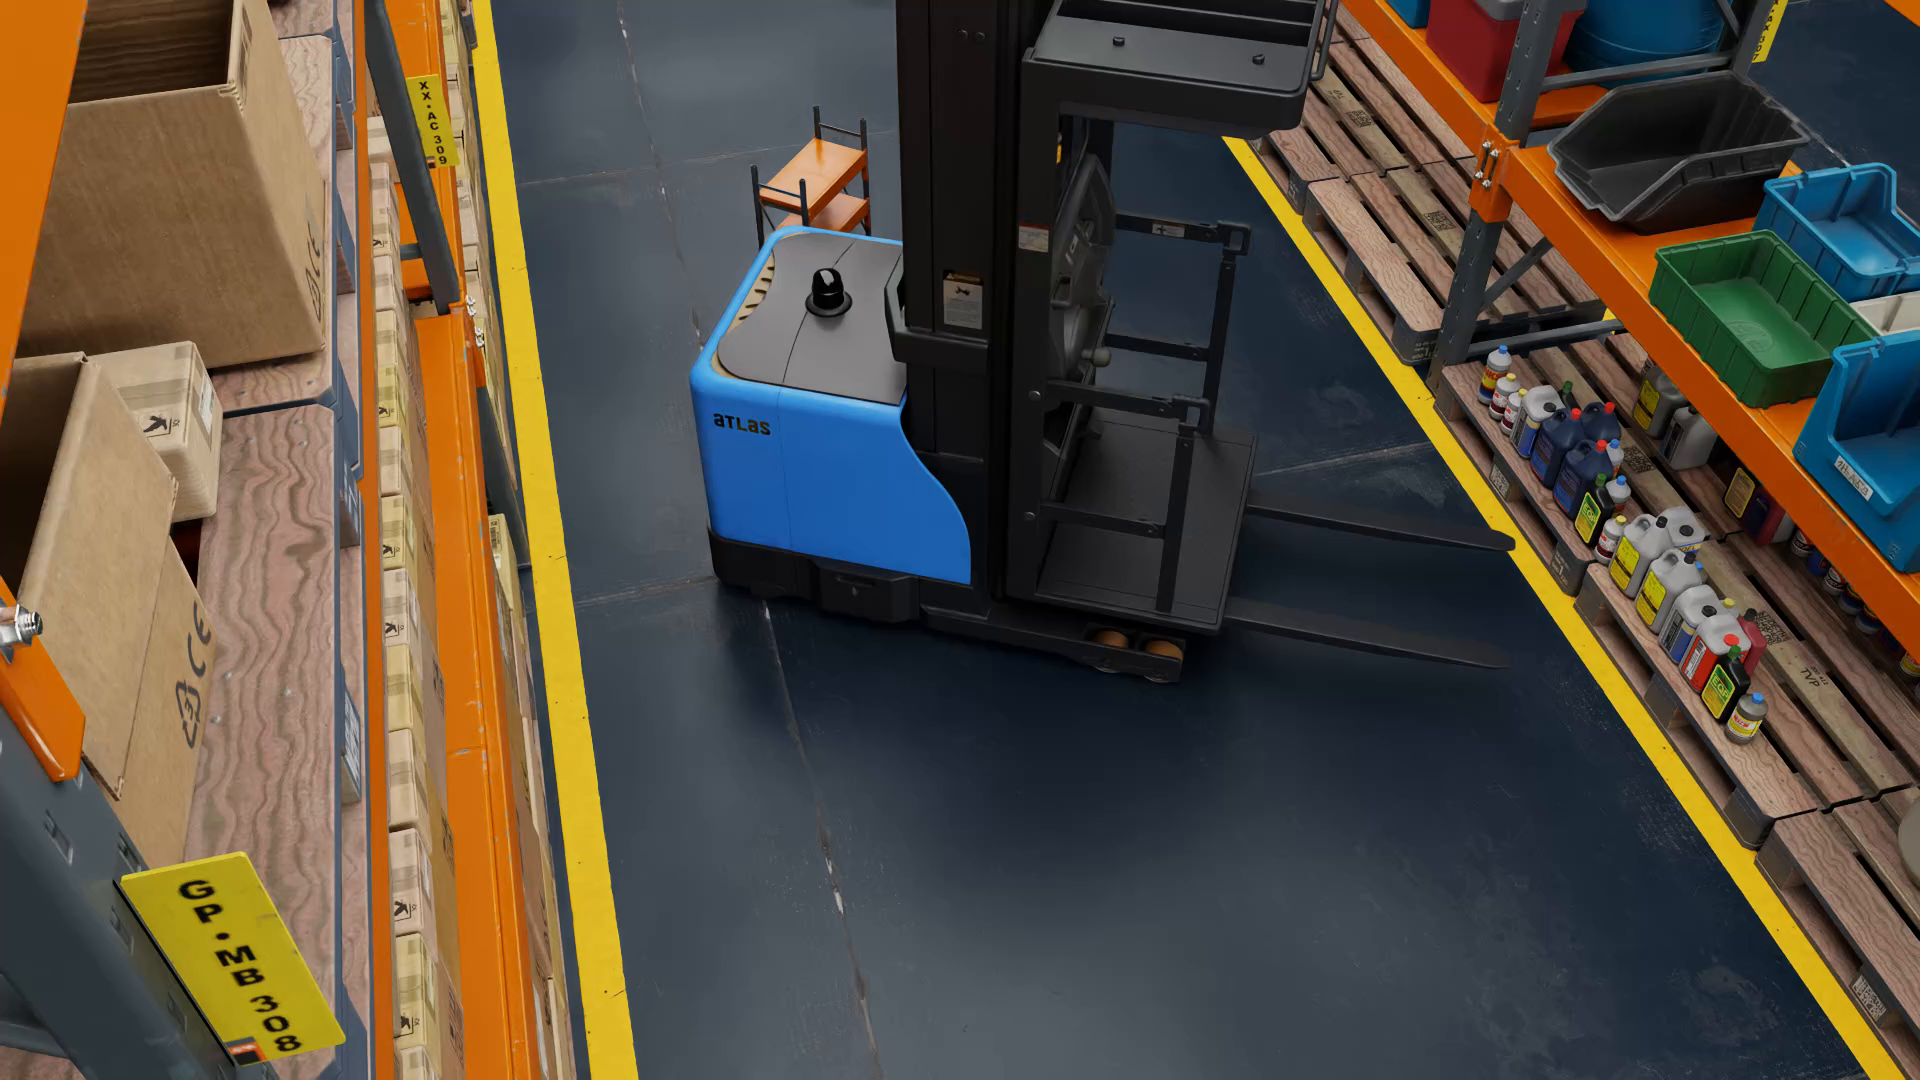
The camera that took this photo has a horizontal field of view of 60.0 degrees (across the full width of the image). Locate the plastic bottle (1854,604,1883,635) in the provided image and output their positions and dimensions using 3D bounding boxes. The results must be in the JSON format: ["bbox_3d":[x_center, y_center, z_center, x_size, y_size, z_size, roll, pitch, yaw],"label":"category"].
[{"bbox_3d":[3.351,0.219,6.037,0.097,0.271,0.097,0,46,0],"label":"plastic bottle"}]

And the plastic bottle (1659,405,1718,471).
[{"bbox_3d":[2.934,-0.430,6.670,0.152,0.276,0.135,-11,47,-10],"label":"plastic bottle"}]

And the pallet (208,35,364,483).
[{"bbox_3d":[-1.659,-0.489,3.091,1.003,0.211,1.213,-11,47,-10],"label":"pallet"}]

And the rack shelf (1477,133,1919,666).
[{"bbox_3d":[3.090,-0.165,5.316,1.077,0.370,4.000,-11,47,-10],"label":"rack shelf"}]

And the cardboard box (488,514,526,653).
[{"bbox_3d":[-1.882,0.201,6.084,0.500,0.250,0.500,-11,47,-10],"label":"cardboard box"}]

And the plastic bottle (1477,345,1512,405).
[{"bbox_3d":[2.236,-0.697,6.935,0.097,0.271,0.097,0,46,0],"label":"plastic bottle"}]

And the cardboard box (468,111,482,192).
[{"bbox_3d":[-2.604,-1.820,8.064,0.500,0.250,0.500,-10,46,-9],"label":"cardboard box"}]

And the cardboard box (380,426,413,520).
[{"bbox_3d":[-1.611,-0.132,4.254,0.380,0.149,0.250,-9,46,-9],"label":"cardboard box"}]

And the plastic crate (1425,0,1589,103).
[{"bbox_3d":[2.158,-2.099,6.662,0.402,0.464,0.583,-11,47,-10],"label":"plastic crate"}]

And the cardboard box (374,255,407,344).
[{"bbox_3d":[-1.804,-0.657,4.769,0.380,0.149,0.250,-12,47,-11],"label":"cardboard box"}]

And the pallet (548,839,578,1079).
[{"bbox_3d":[-1.733,1.482,5.150,1.003,0.211,1.213,-11,47,-10],"label":"pallet"}]

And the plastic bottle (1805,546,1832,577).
[{"bbox_3d":[3.274,0.010,6.242,0.097,0.271,0.097,0,46,0],"label":"plastic bottle"}]

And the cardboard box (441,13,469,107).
[{"bbox_3d":[-2.724,-2.363,8.204,0.500,0.311,0.500,-11,47,-11],"label":"cardboard box"}]

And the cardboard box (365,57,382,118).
[{"bbox_3d":[-2.527,-1.827,6.370,0.500,0.500,0.500,-8,46,-7],"label":"cardboard box"}]

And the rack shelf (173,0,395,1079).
[{"bbox_3d":[-1.700,-0.312,3.359,1.077,0.370,4.000,-11,47,-10],"label":"rack shelf"}]

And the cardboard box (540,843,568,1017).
[{"bbox_3d":[-1.492,1.235,5.070,0.500,0.250,0.500,-11,47,-10],"label":"cardboard box"}]

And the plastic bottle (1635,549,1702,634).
[{"bbox_3d":[2.588,0.160,6.039,0.144,0.351,0.185,-9,46,-9],"label":"plastic bottle"}]

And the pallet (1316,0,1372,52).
[{"bbox_3d":[1.714,-3.042,9.583,1.003,0.211,1.213,-11,47,-10],"label":"pallet"}]

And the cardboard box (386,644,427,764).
[{"bbox_3d":[-1.411,0.406,3.728,0.380,0.149,0.250,-11,47,-11],"label":"cardboard box"}]

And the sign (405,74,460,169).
[{"bbox_3d":[-1.675,-1.328,5.290,0.100,0.325,0.005,-11,47,-10],"label":"sign"}]

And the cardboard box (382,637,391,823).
[{"bbox_3d":[-1.578,0.306,3.371,0.700,0.500,0.500,-11,47,-10],"label":"cardboard box"}]

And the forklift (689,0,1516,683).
[{"bbox_3d":[0.603,-0.914,5.594,3.031,2.935,1.130,10,47,10],"label":"forklift"}]

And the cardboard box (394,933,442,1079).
[{"bbox_3d":[-1.213,0.940,3.204,0.380,0.149,0.250,-11,47,-10],"label":"cardboard box"}]

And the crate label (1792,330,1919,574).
[{"bbox_3d":[2.869,-0.270,4.890,0.502,0.435,0.616,-11,47,-10],"label":"crate label"}]

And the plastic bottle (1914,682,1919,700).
[{"bbox_3d":[3.439,0.456,5.805,0.097,0.271,0.097,0,46,0],"label":"plastic bottle"}]

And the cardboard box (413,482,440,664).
[{"bbox_3d":[-1.826,0.085,4.496,0.700,0.500,0.500,-10,46,-10],"label":"cardboard box"}]

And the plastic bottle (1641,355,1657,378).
[{"bbox_3d":[2.972,-0.779,7.065,0.097,0.201,0.097,0,46,0],"label":"plastic bottle"}]

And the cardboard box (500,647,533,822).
[{"bbox_3d":[-1.633,0.630,5.138,0.500,0.500,0.500,-11,47,-10],"label":"cardboard box"}]

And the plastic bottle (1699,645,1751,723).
[{"bbox_3d":[2.660,0.495,5.758,0.061,0.283,0.133,-10,46,-9],"label":"plastic bottle"}]

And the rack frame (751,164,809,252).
[{"bbox_3d":[-0.709,-1.010,6.900,0.240,1.200,0.015,20,49,18],"label":"rack frame"}]

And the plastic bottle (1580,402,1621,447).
[{"bbox_3d":[2.523,-0.418,6.606,0.144,0.351,0.185,-11,47,-10],"label":"plastic bottle"}]

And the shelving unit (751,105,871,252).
[{"bbox_3d":[-0.600,-1.166,7.053,0.258,1.200,0.503,20,49,18],"label":"shelving unit"}]

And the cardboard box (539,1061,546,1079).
[{"bbox_3d":[-1.240,1.664,4.125,0.500,0.500,0.500,-11,47,-10],"label":"cardboard box"}]

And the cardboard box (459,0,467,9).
[{"bbox_3d":[-3.076,-3.302,9.328,0.500,0.500,0.500,-9,46,-9],"label":"cardboard box"}]

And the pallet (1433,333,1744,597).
[{"bbox_3d":[2.709,-0.351,6.946,1.003,0.211,1.213,-11,47,-10],"label":"pallet"}]

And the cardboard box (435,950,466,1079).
[{"bbox_3d":[-1.434,1.145,3.457,0.700,0.500,0.500,-10,46,-9],"label":"cardboard box"}]

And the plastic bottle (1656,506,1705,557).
[{"bbox_3d":[2.677,0.014,6.235,0.152,0.276,0.135,-11,47,-10],"label":"plastic bottle"}]

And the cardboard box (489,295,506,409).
[{"bbox_3d":[-2.205,-0.756,7.022,0.500,0.250,0.500,-10,46,-9],"label":"cardboard box"}]

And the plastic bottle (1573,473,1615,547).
[{"bbox_3d":[2.434,-0.116,6.358,0.061,0.283,0.133,-9,46,-9],"label":"plastic bottle"}]

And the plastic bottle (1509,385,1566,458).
[{"bbox_3d":[2.345,-0.480,6.720,0.152,0.276,0.135,-9,46,-9],"label":"plastic bottle"}]

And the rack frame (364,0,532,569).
[{"bbox_3d":[-2.212,-0.895,5.527,1.000,3.000,0.127,-11,47,-10],"label":"rack frame"}]

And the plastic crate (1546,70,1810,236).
[{"bbox_3d":[2.589,-1.392,6.057,0.767,0.338,0.504,-11,47,-10],"label":"plastic crate"}]

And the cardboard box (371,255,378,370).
[{"bbox_3d":[-1.961,-0.730,4.387,0.700,0.500,0.500,-11,47,-10],"label":"cardboard box"}]

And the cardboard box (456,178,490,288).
[{"bbox_3d":[-2.333,-1.310,7.172,0.500,0.311,0.500,-12,47,-12],"label":"cardboard box"}]

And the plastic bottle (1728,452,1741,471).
[{"bbox_3d":[3.152,-0.372,6.608,0.061,0.283,0.133,-8,46,-8],"label":"plastic bottle"}]
